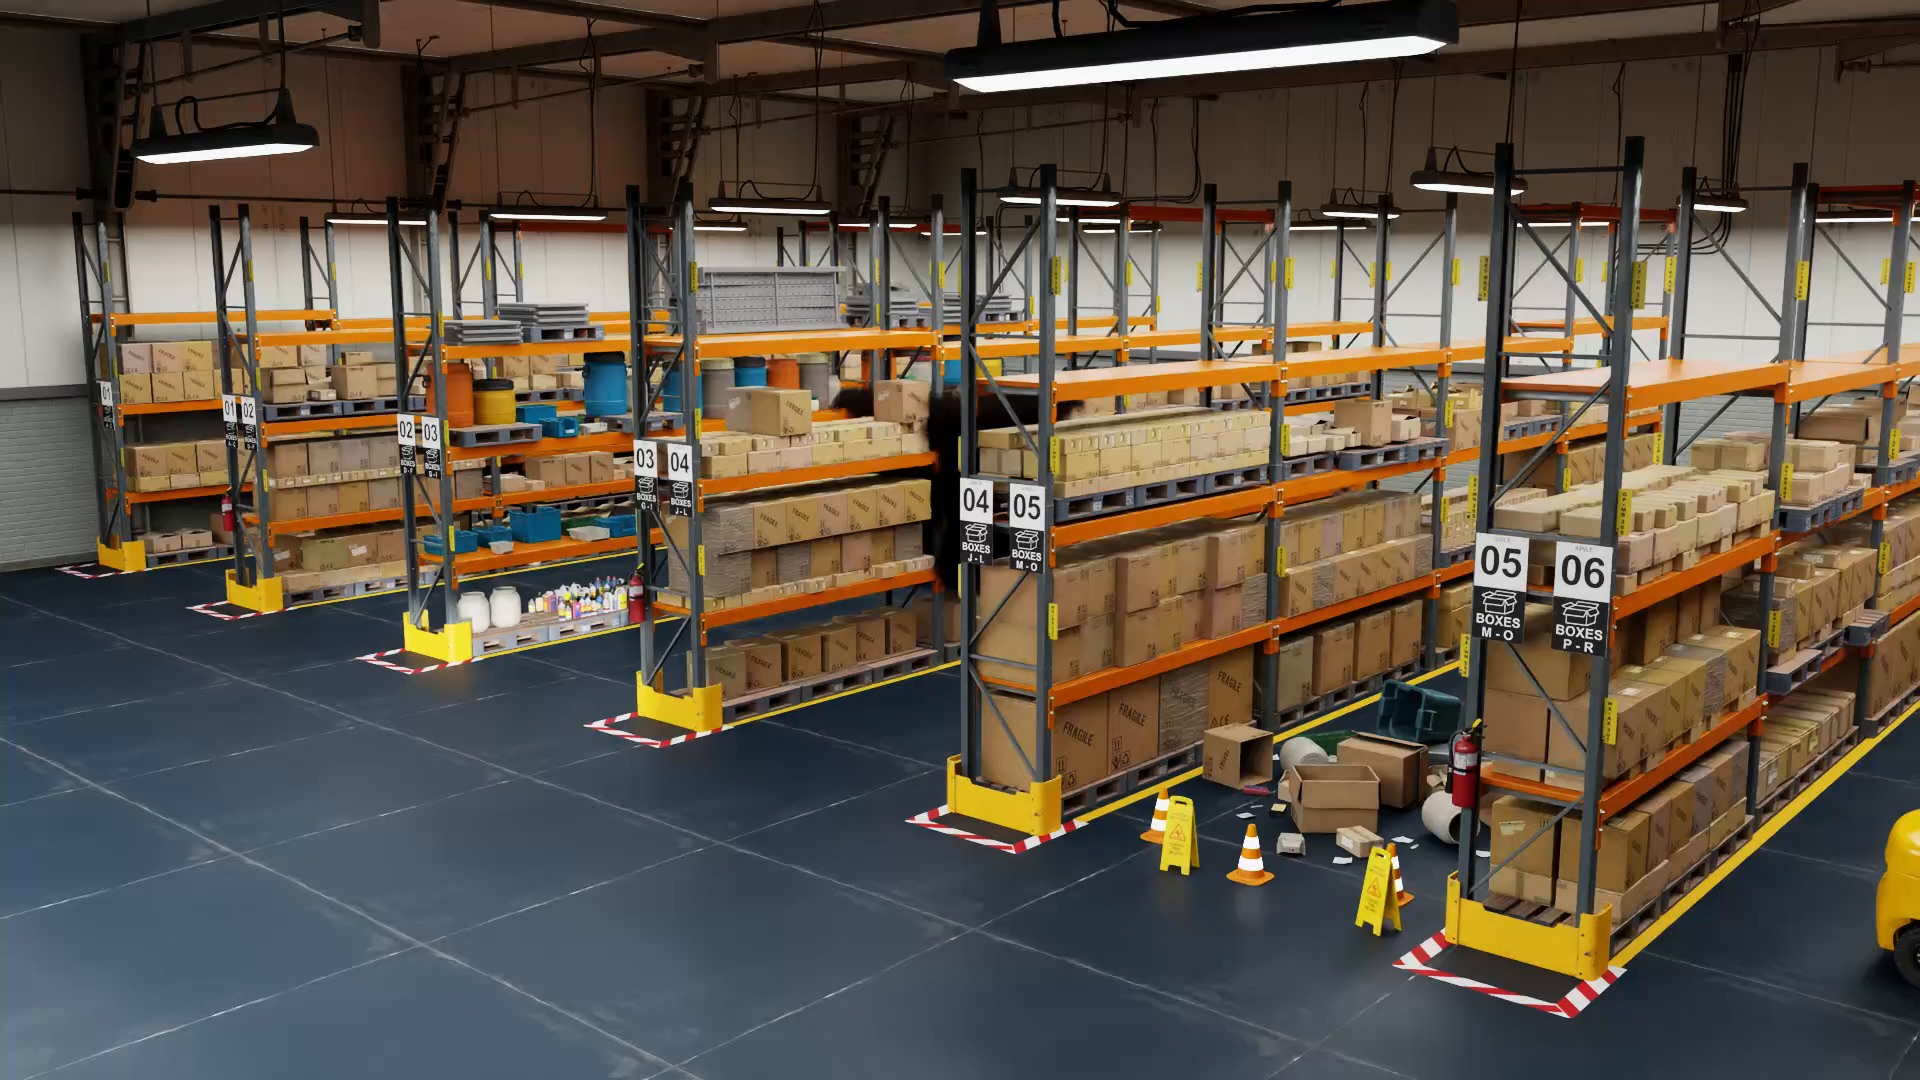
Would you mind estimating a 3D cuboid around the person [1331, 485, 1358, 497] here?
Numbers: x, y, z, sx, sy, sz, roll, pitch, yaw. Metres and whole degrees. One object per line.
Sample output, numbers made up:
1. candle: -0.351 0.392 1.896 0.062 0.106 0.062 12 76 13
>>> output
1. person: 6.275 -0.210 27.192 0.649 1.717 1.103 8 12 40
